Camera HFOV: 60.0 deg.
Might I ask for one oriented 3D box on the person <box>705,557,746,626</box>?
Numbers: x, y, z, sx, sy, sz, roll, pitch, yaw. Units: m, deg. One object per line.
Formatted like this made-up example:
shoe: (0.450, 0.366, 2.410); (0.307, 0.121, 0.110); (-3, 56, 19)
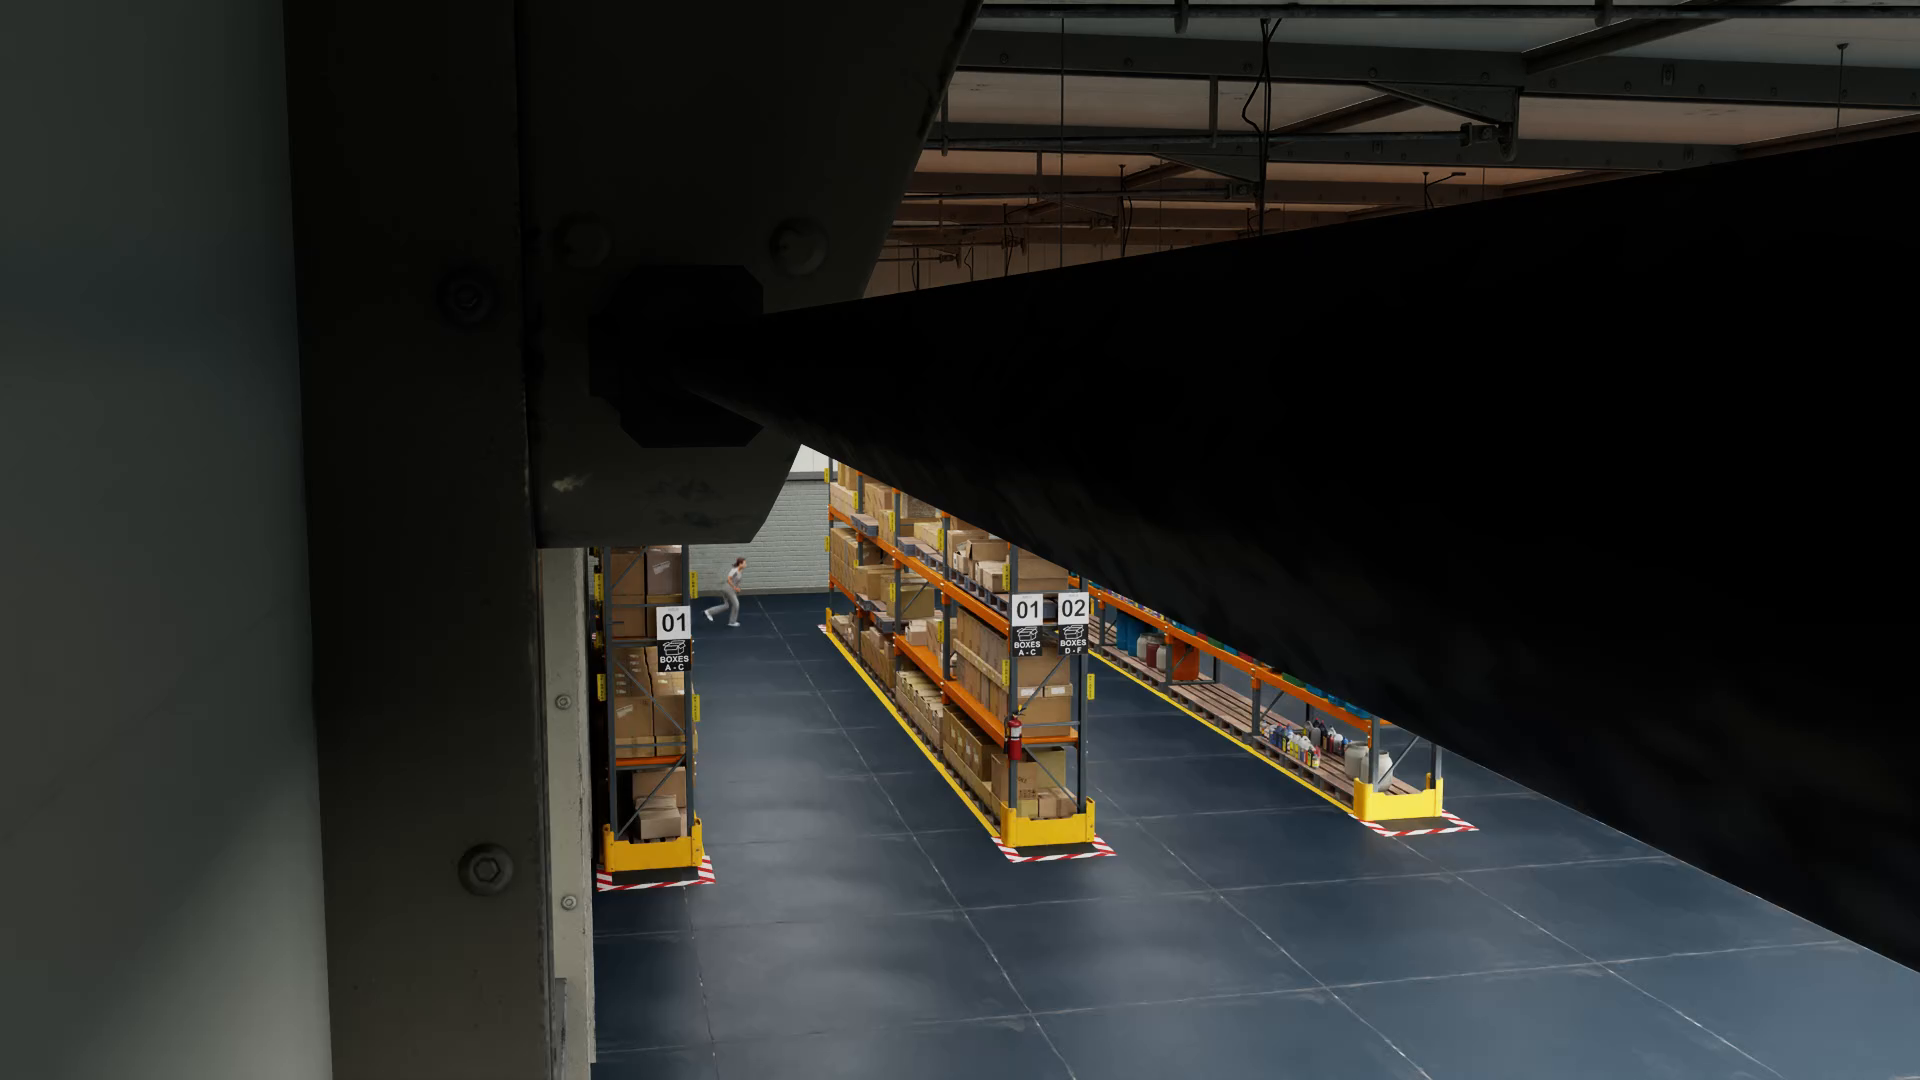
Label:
person: (-5.257, 1.153, 37.314); (0.943, 1.546, 0.550); (1, 7, 6)
